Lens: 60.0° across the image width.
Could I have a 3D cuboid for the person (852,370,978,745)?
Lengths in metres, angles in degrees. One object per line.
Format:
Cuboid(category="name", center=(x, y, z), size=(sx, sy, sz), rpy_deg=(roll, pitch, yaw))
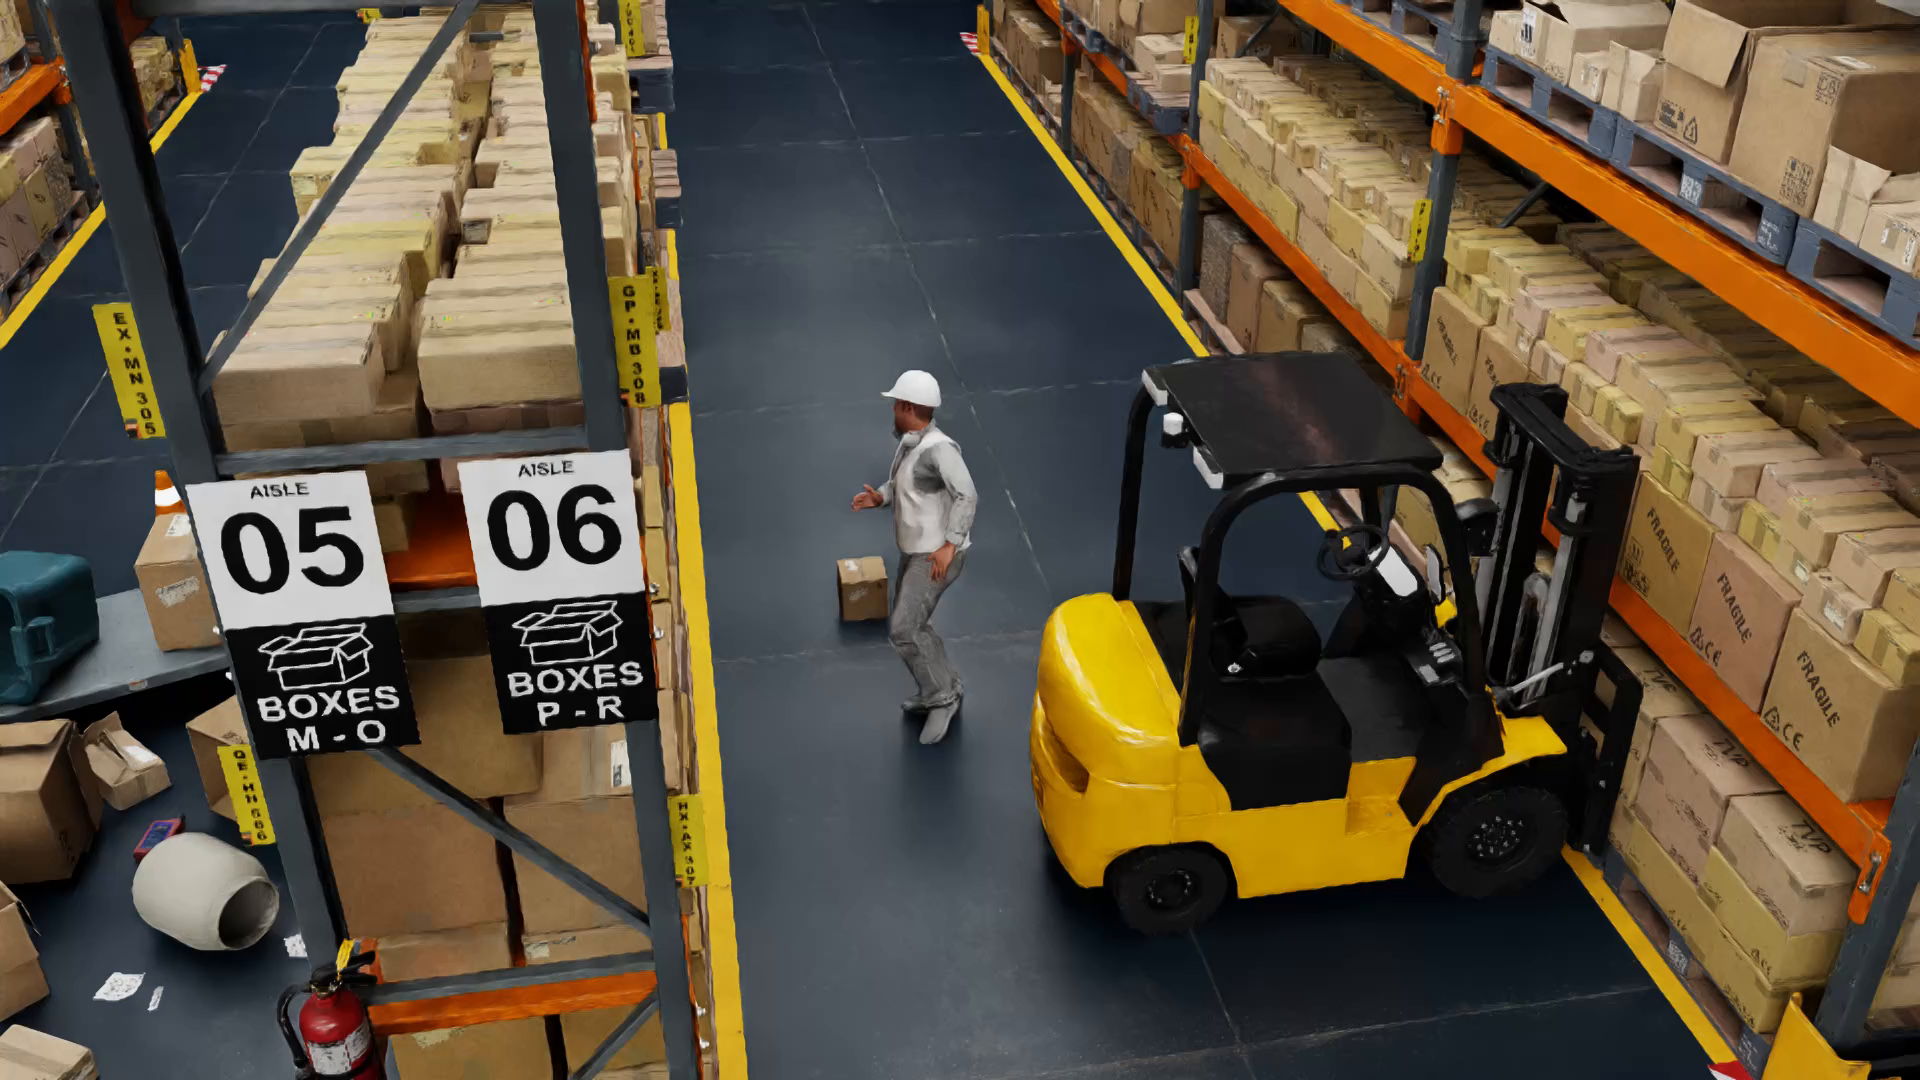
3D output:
Cuboid(category="person", center=(-0.219, 0.080, 8.125), size=(0.567, 1.688, 0.905), rpy_deg=(-8, 31, -13))
